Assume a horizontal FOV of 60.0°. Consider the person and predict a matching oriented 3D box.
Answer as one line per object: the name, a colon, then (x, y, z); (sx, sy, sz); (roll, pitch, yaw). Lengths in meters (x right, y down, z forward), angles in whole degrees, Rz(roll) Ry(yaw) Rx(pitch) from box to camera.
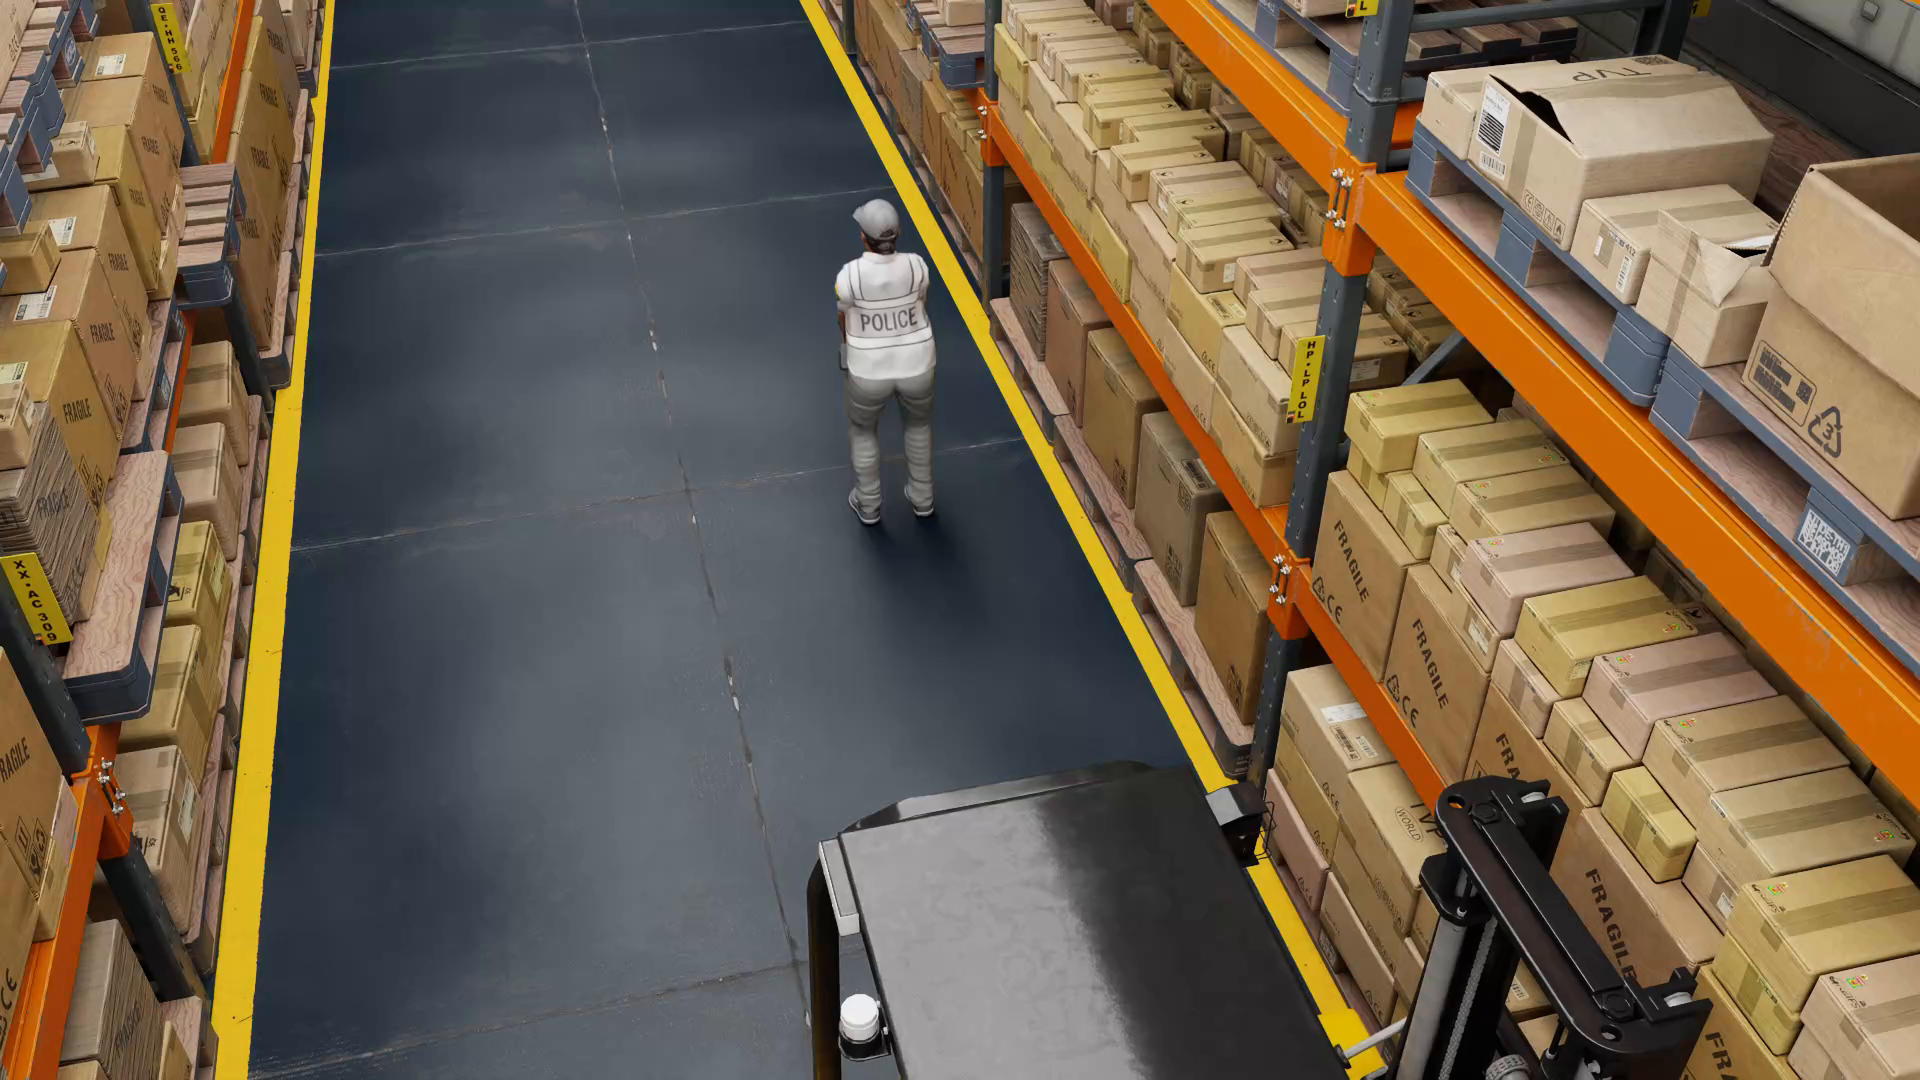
person: (-0.355, -0.842, 7.784); (0.452, 1.661, 0.552); (-9, 39, -11)
